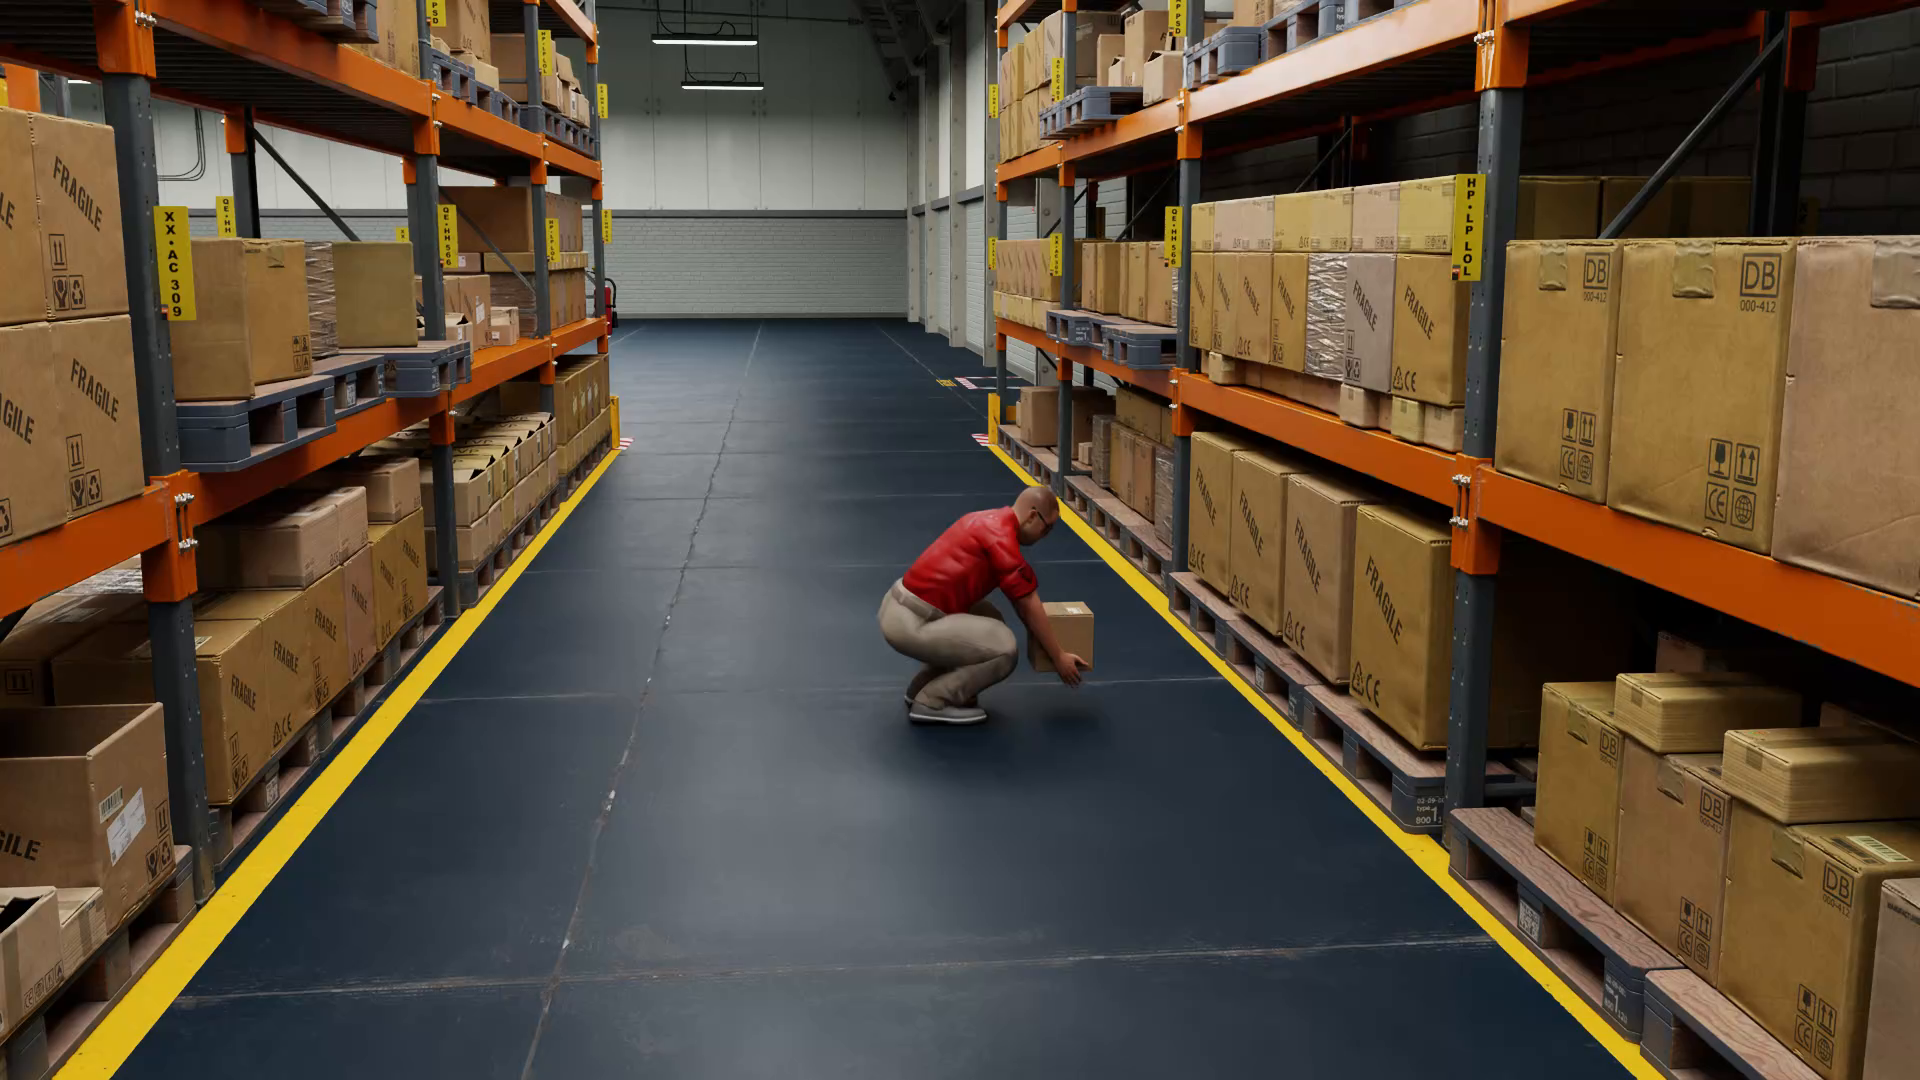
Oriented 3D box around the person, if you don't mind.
[{"bbox_3d":[0.108,0.271,7.134,0.855,0.976,0.541,-1,10,-7],"label":"person"}]
